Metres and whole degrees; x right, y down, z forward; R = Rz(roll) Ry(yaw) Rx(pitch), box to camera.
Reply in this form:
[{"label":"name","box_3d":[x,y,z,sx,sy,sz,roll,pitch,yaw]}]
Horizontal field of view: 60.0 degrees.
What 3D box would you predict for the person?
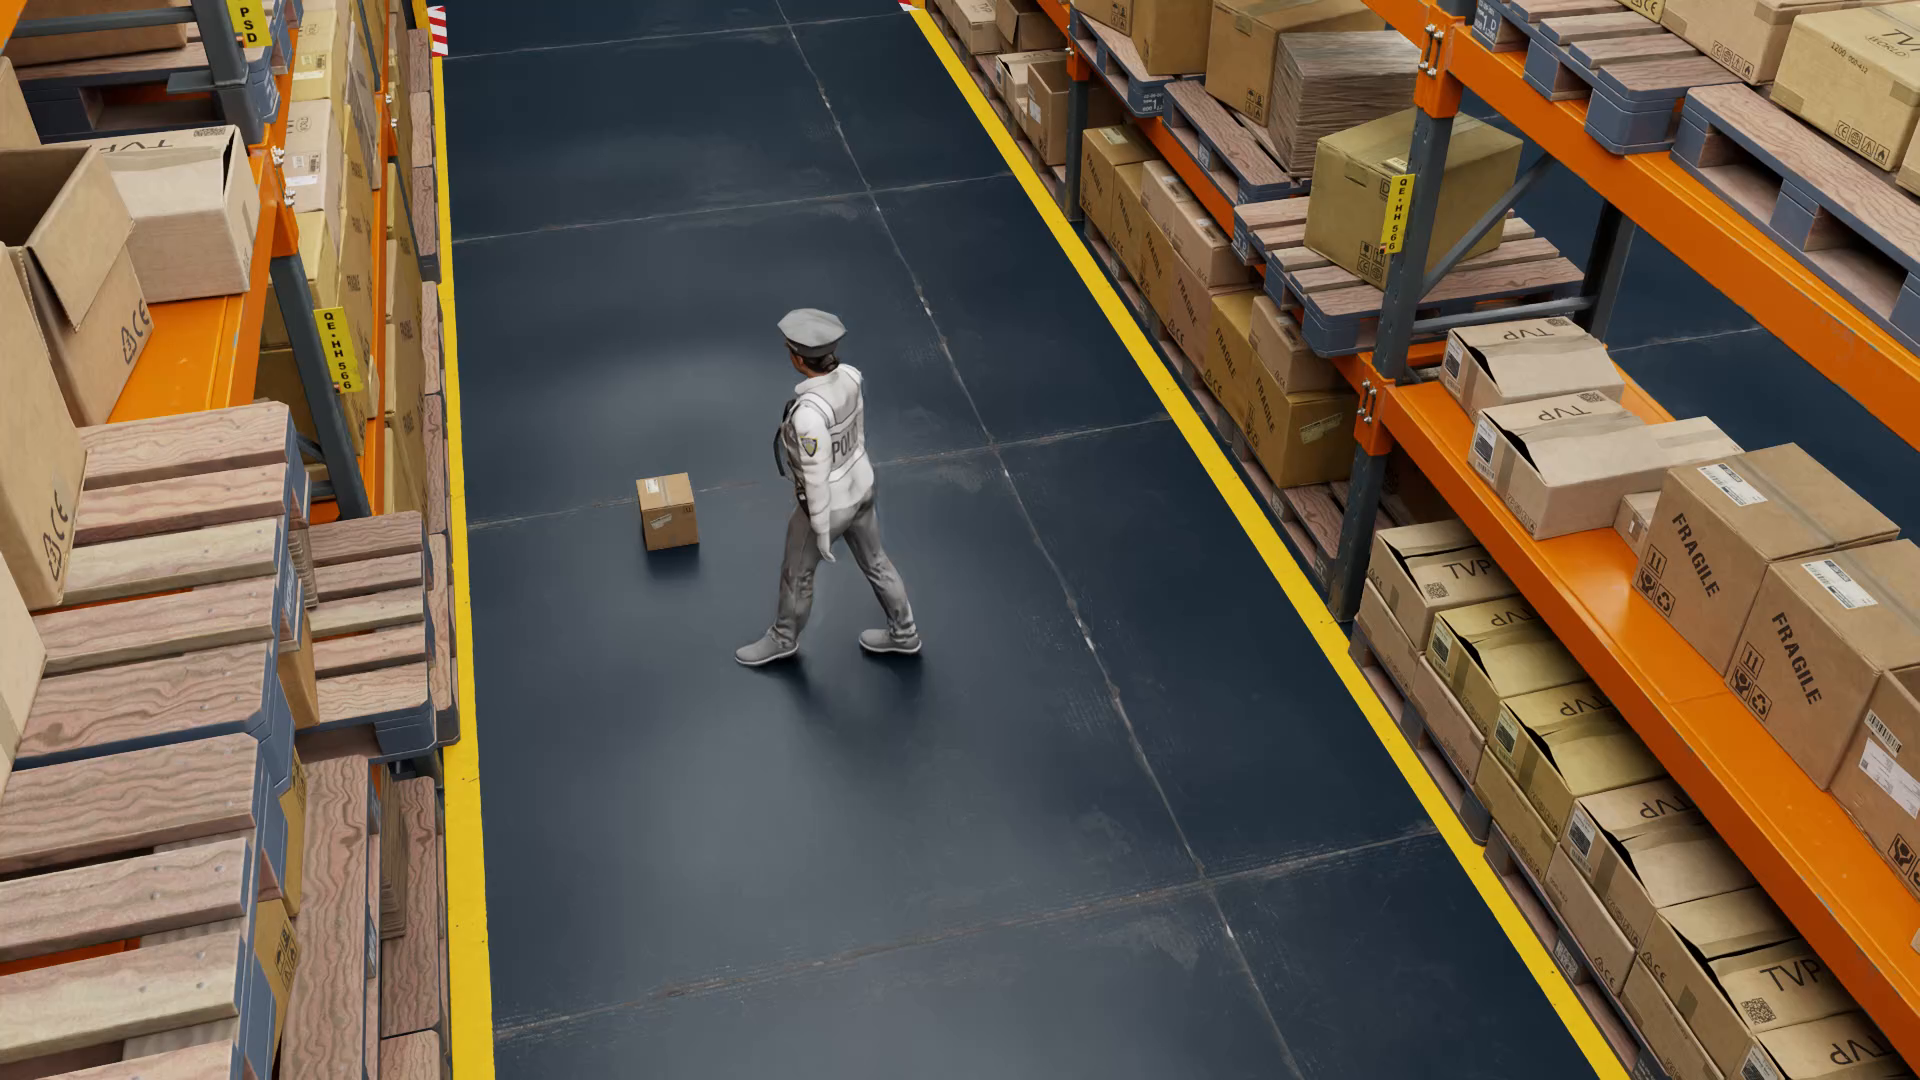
[{"label":"person","box_3d":[-0.553,-0.172,6.936,0.759,1.656,0.568,15,41,18]}]
